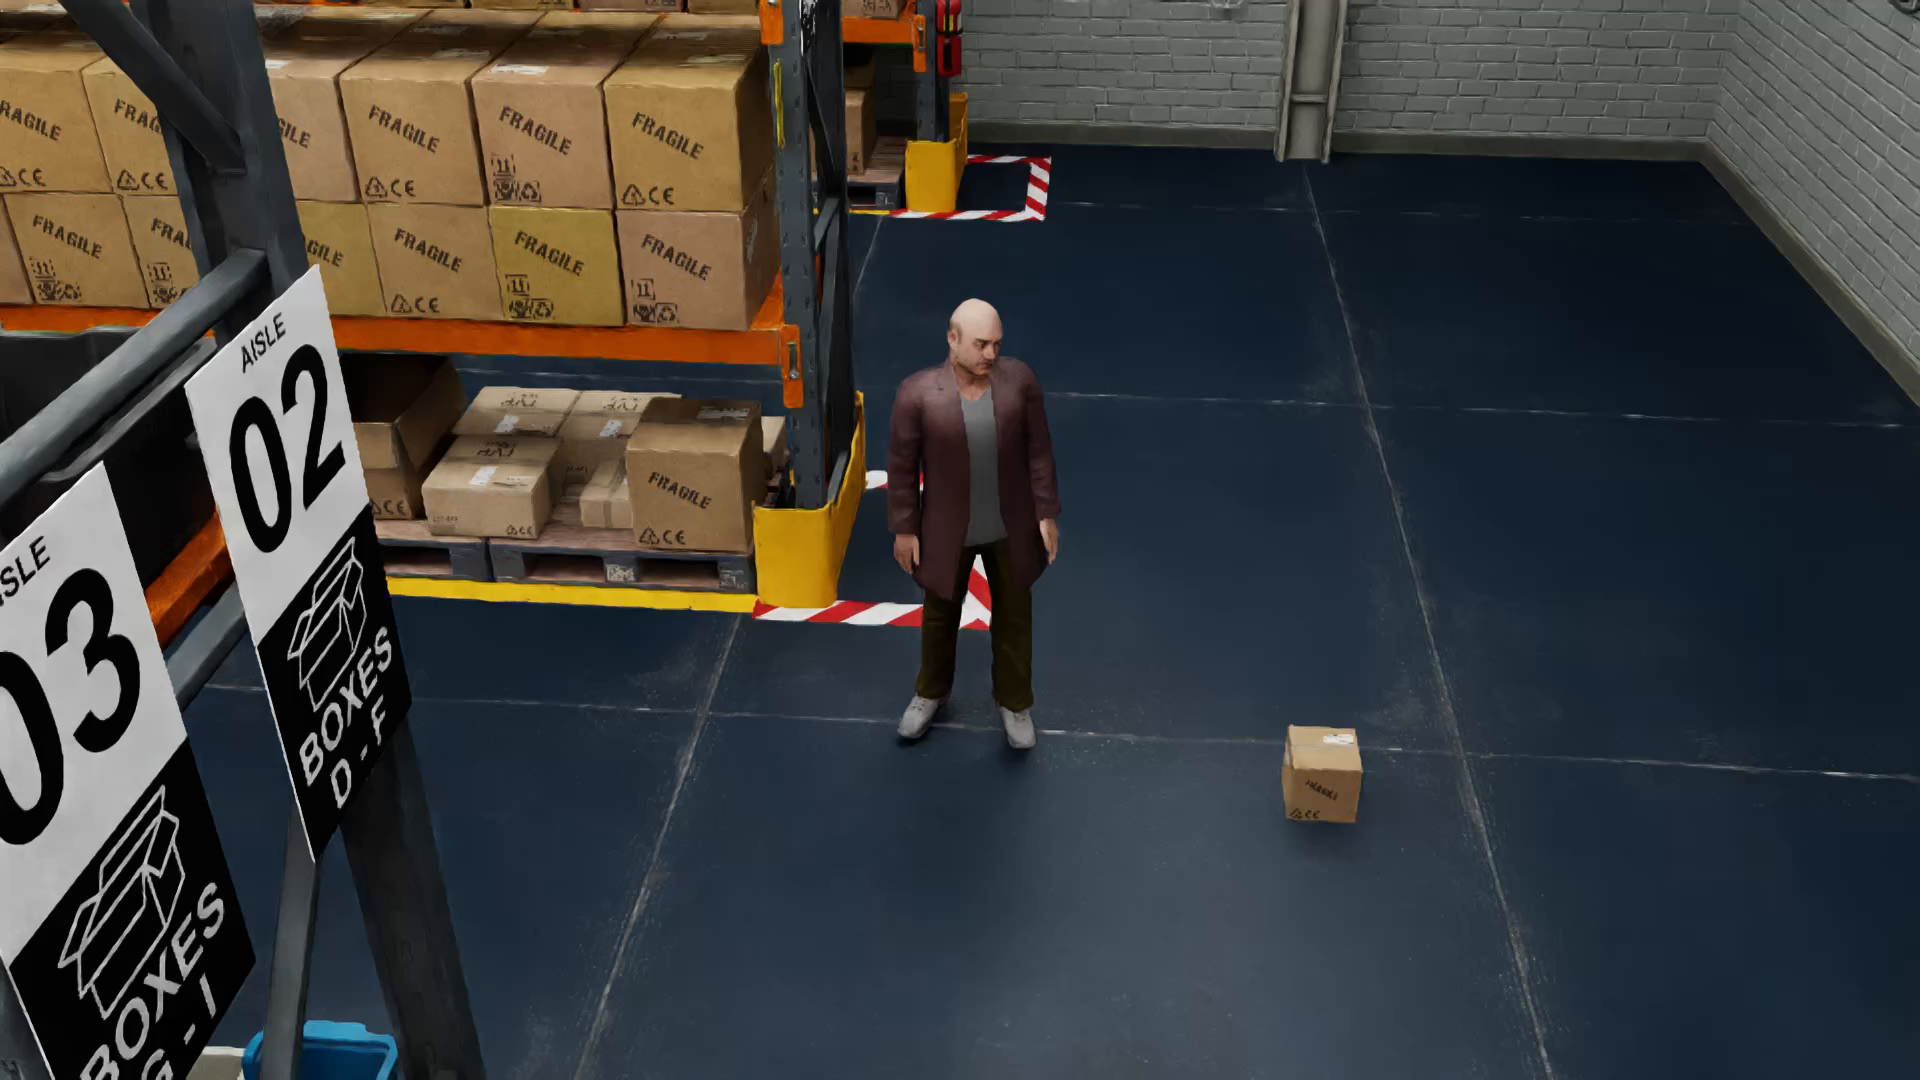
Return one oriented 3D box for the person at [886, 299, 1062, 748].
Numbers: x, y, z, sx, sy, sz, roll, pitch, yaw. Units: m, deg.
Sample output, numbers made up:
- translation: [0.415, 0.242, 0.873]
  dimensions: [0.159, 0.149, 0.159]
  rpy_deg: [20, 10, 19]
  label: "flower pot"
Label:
- translation: [0.062, -0.027, 6.133]
  dimensions: [0.647, 1.789, 0.520]
  rpy_deg: [-5, 32, -8]
  label: "person"
